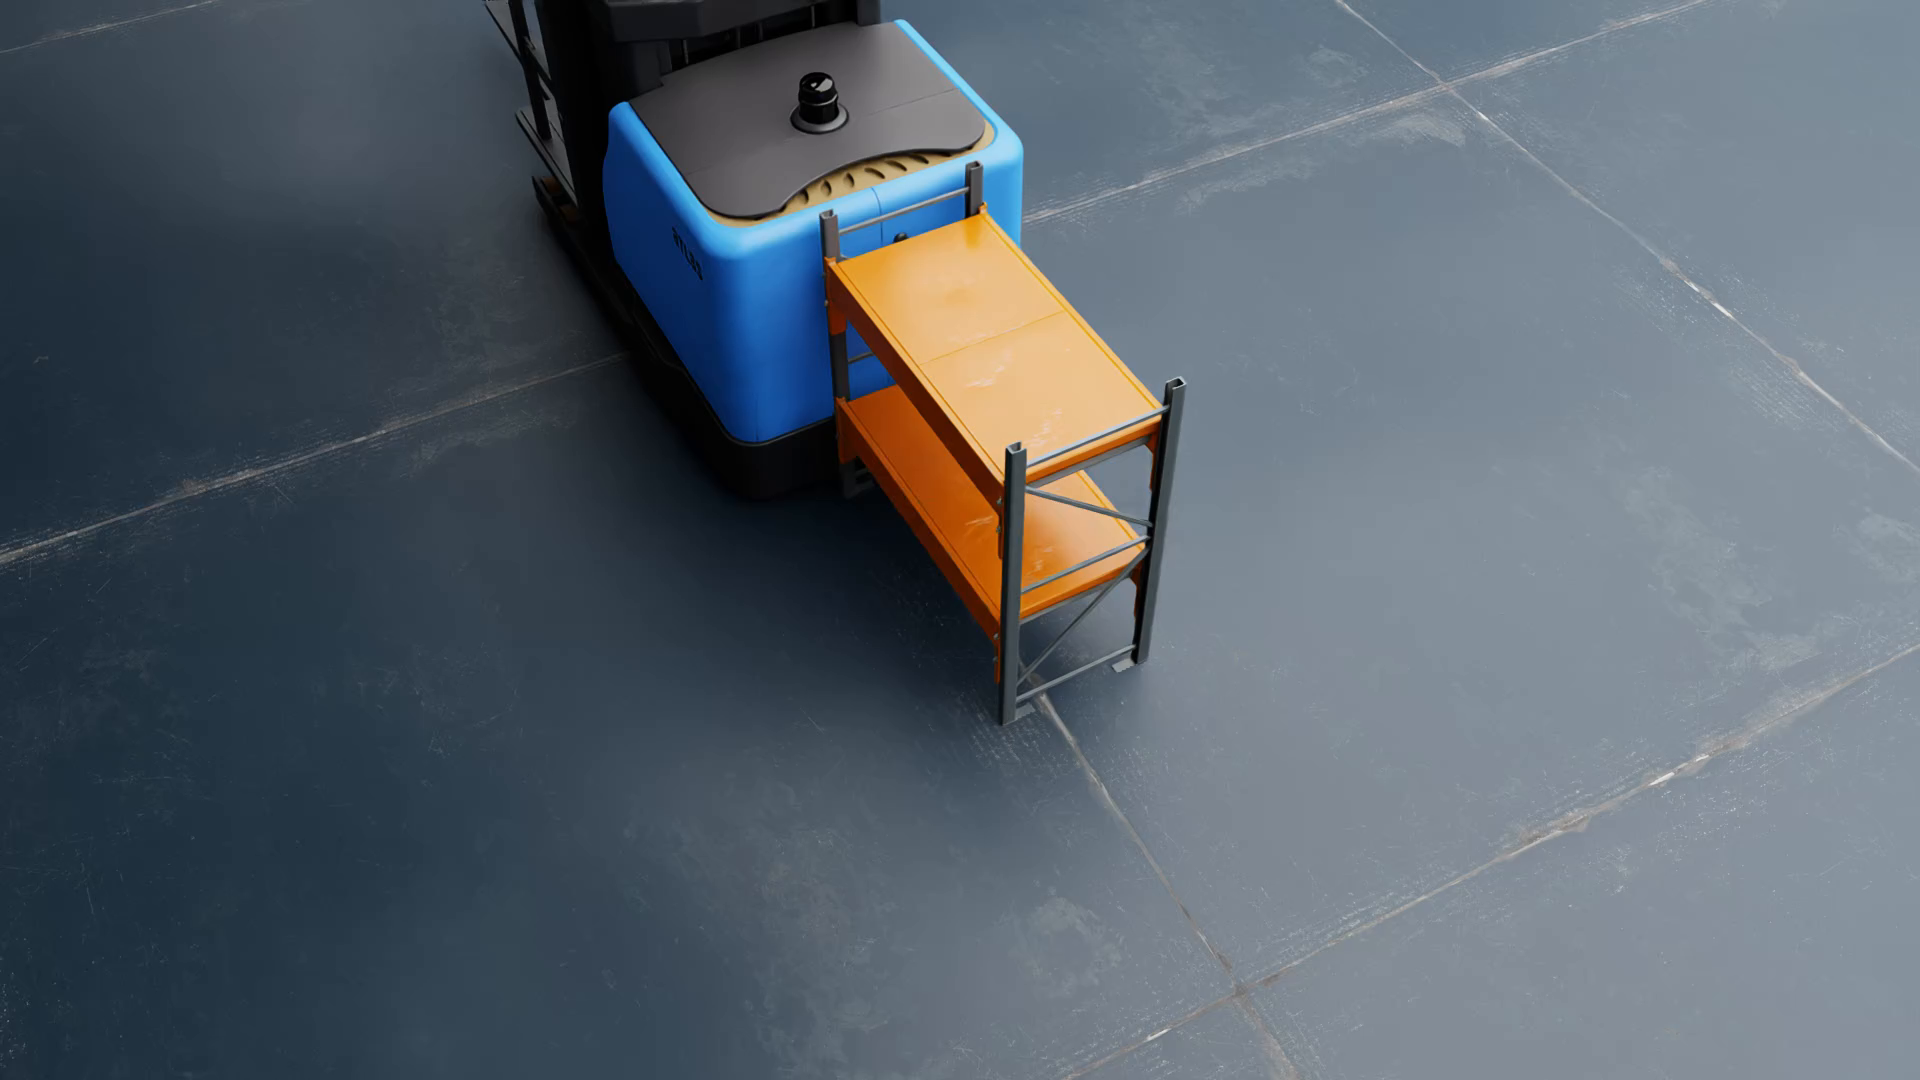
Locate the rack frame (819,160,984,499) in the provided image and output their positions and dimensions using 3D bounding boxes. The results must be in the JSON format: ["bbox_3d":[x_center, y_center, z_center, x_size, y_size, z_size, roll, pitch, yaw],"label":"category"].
[{"bbox_3d":[-0.159,-0.603,5.030,0.500,1.125,0.032,-23,53,-19],"label":"rack frame"}]

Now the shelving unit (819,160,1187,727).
[{"bbox_3d":[0.087,-0.268,4.737,0.538,1.125,1.048,-23,53,-19],"label":"shelving unit"}]

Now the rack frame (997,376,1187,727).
[{"bbox_3d":[0.334,0.066,4.445,0.500,1.125,0.032,-23,53,-19],"label":"rack frame"}]

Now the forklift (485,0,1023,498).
[{"bbox_3d":[-0.952,-2.208,5.234,1.130,2.935,3.031,-23,53,-19],"label":"forklift"}]

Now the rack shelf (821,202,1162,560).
[{"bbox_3d":[0.087,-0.461,4.517,0.538,0.278,1.000,-23,53,-19],"label":"rack shelf"}]

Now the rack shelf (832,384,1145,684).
[{"bbox_3d":[0.087,-0.107,4.921,0.538,0.278,1.000,-23,53,-19],"label":"rack shelf"}]
